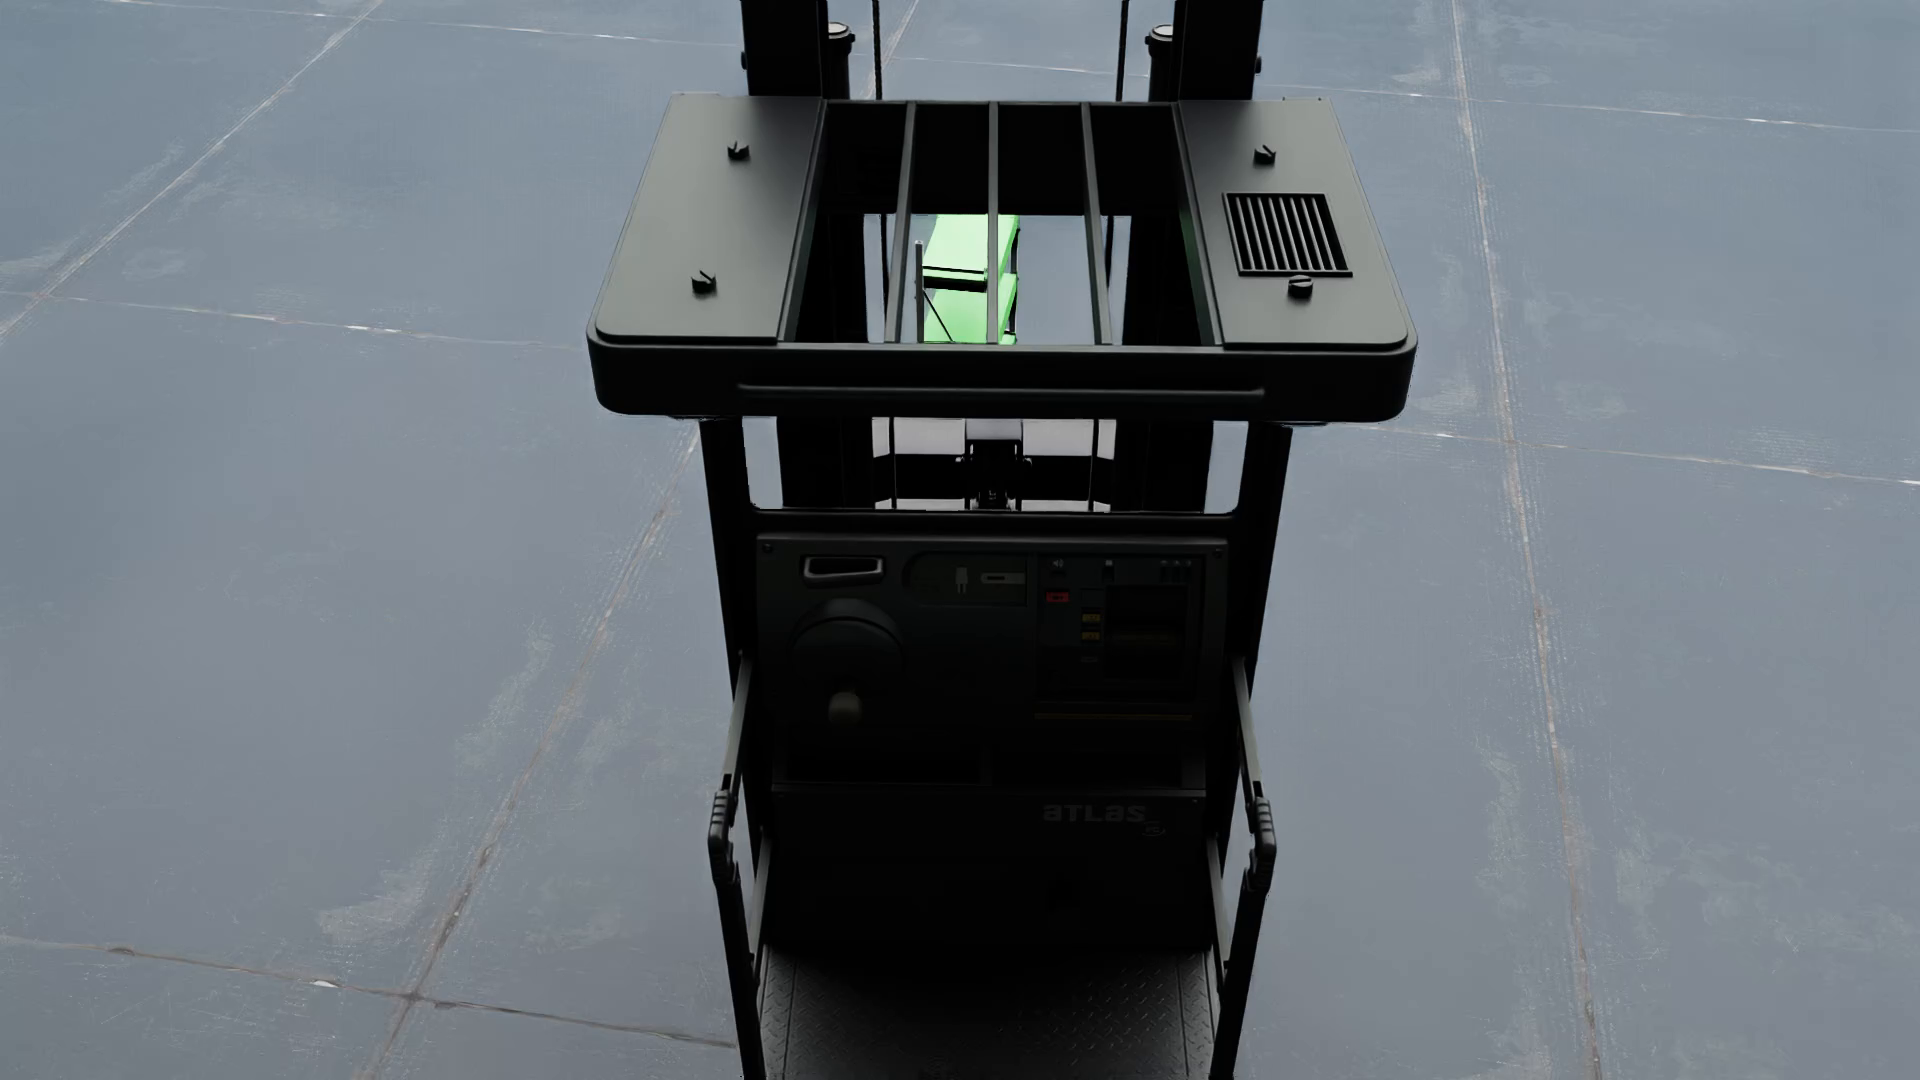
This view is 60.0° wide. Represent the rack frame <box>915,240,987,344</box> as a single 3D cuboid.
[{"bbox_3d":[-0.014,-0.413,5.308,0.240,1.200,0.015,6,40,8],"label":"rack frame"}]

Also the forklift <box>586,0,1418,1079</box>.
[{"bbox_3d":[0.061,0.254,3.142,1.130,2.935,3.031,1,40,1],"label":"forklift"}]

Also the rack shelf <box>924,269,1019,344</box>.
[{"bbox_3d":[0.029,-0.702,5.381,0.258,0.148,0.480,6,40,8],"label":"rack shelf"}]

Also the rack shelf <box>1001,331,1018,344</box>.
[{"bbox_3d":[0.029,-0.517,5.534,0.258,0.148,0.480,6,40,8],"label":"rack shelf"}]

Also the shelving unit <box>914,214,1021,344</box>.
[{"bbox_3d":[0.029,-0.566,5.493,0.258,1.200,0.503,6,40,8],"label":"shelving unit"}]

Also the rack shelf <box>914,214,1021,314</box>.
[{"bbox_3d":[0.029,-0.887,5.228,0.258,0.148,0.480,6,40,8],"label":"rack shelf"}]

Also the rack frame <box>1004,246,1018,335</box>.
[{"bbox_3d":[0.071,-0.719,5.679,0.240,1.200,0.015,6,40,8],"label":"rack frame"}]
